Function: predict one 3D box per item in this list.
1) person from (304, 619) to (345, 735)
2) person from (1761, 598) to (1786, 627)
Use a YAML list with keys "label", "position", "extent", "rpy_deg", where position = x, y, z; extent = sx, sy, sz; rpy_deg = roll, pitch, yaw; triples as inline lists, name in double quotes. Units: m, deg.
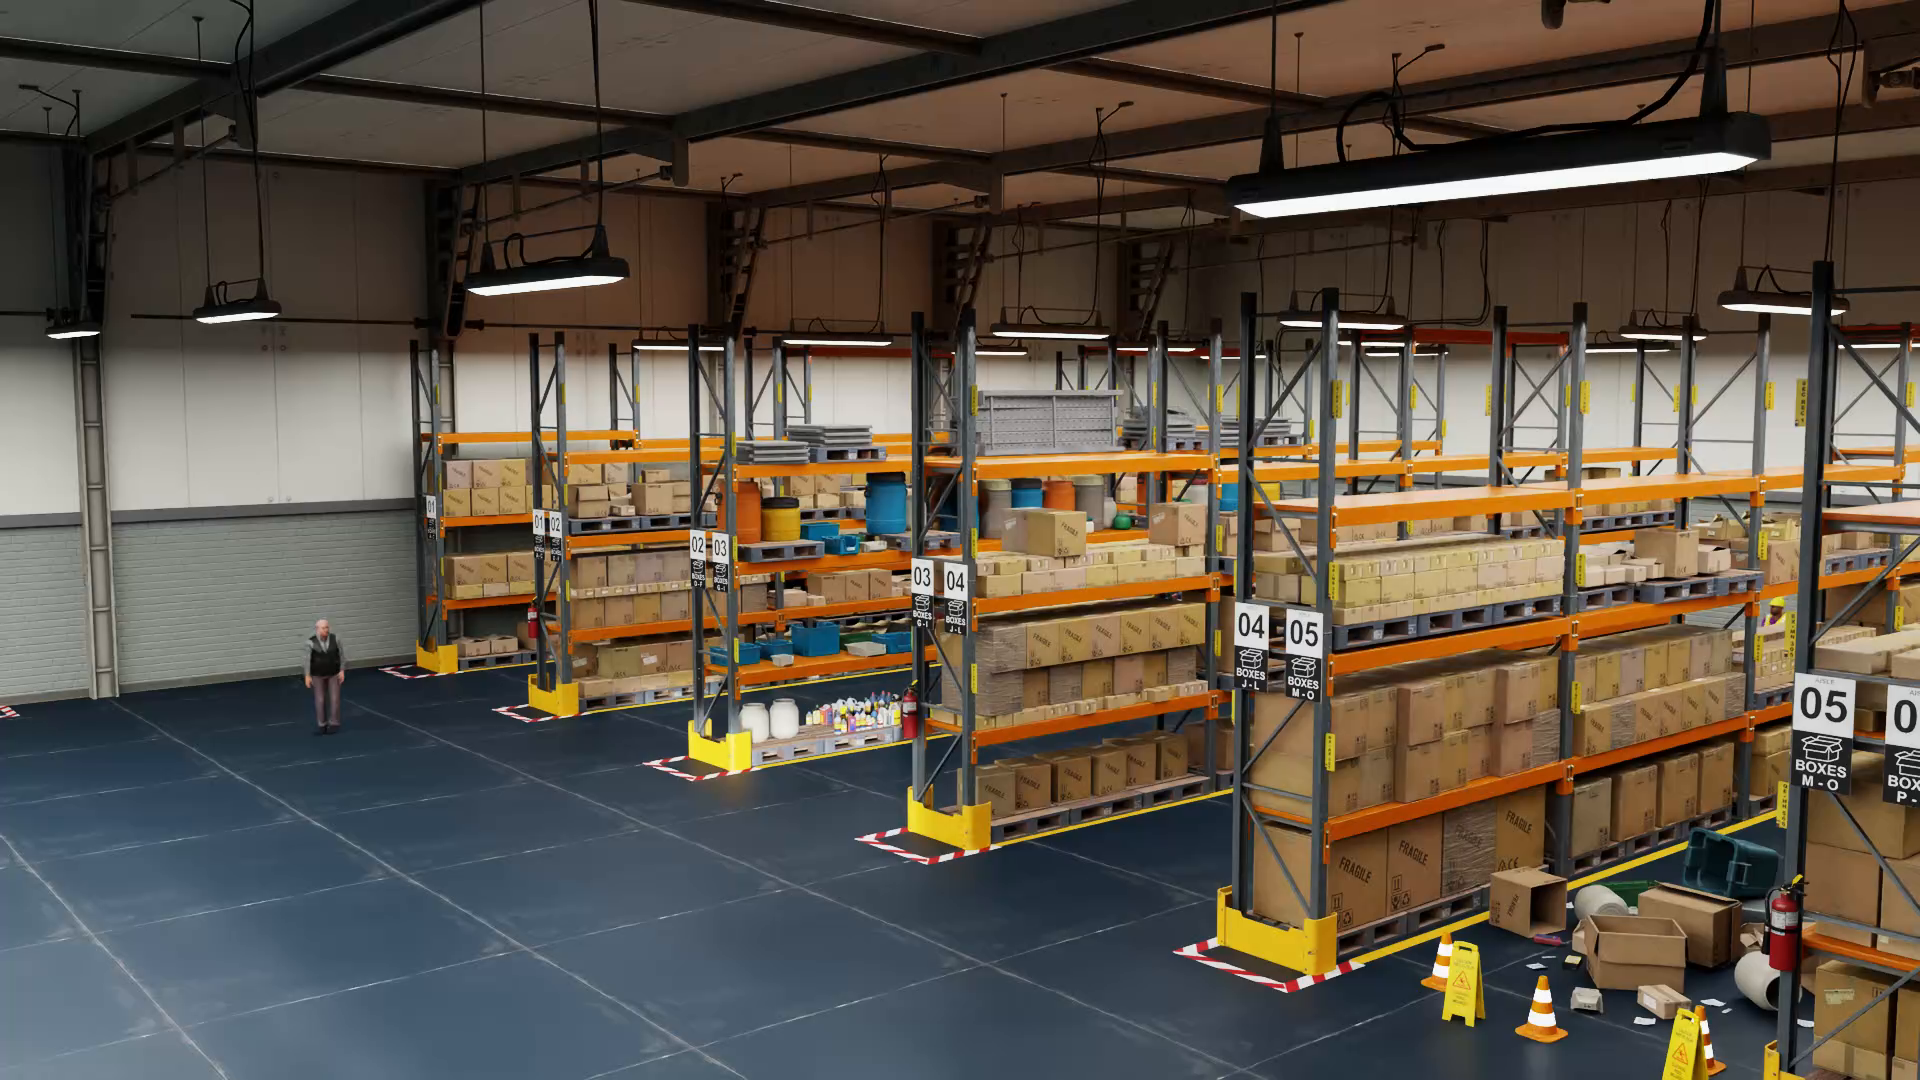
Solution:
- label: "person"
  position: [-9.444, 2.027, 24.727]
  extent: [0.574, 1.732, 0.389]
  rpy_deg: [-3, 6, -26]
- label: "person"
  position: [13.278, 1.801, 27.110]
  extent: [0.653, 1.732, 0.989]
  rpy_deg: [5, 7, 44]
